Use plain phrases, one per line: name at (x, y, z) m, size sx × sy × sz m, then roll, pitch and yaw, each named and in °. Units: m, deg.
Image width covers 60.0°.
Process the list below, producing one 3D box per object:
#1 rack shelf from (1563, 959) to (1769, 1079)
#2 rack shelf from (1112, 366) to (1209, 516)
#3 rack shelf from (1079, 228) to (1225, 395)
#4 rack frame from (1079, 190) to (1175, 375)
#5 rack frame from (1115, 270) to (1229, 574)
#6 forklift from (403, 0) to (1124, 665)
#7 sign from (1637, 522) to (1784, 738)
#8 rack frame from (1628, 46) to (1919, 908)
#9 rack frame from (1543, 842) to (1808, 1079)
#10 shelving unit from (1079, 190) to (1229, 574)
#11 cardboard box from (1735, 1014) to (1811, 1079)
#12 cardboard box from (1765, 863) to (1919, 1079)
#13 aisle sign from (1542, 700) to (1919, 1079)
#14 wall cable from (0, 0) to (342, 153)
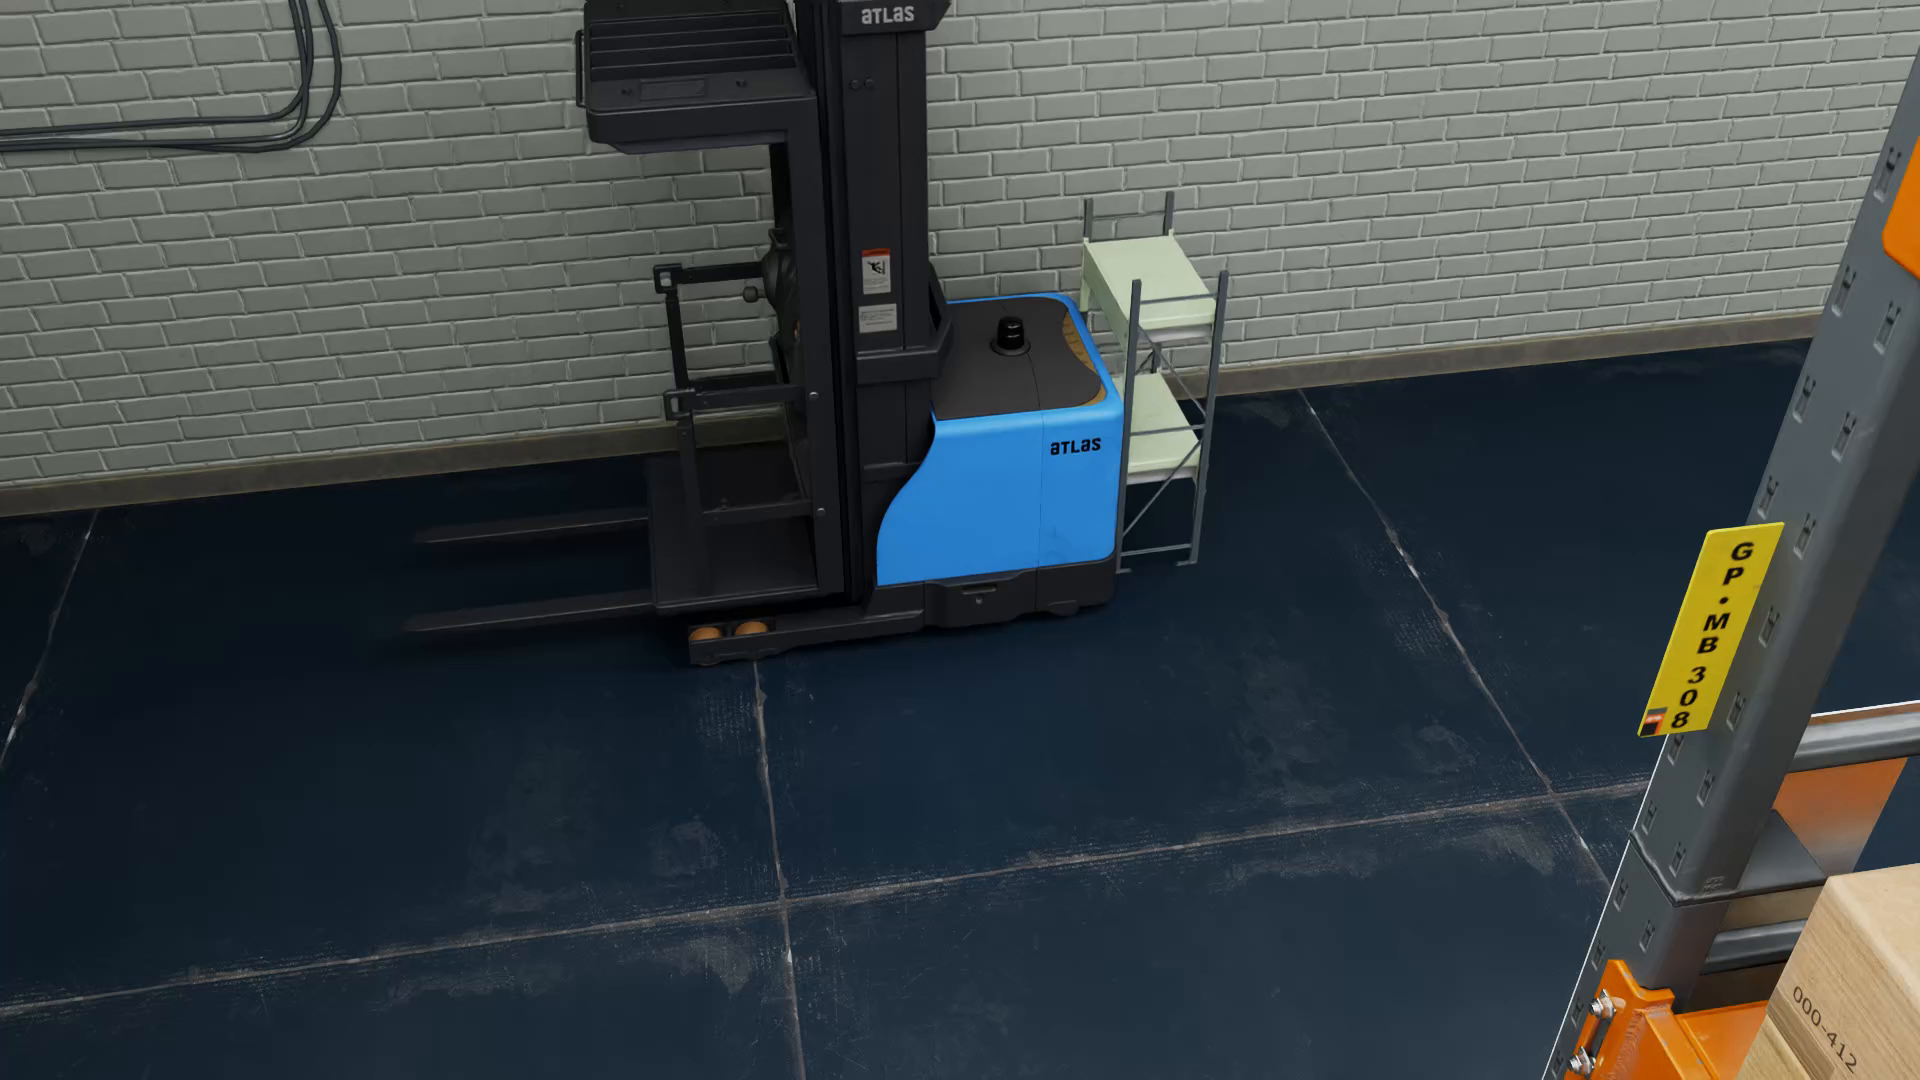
rack shelf at (1.787, 1.893, 1.010) m, size 1.077 × 0.370 × 4.000 m, roll -6°, pitch 38°, yaw -8°
rack shelf at (0.813, -0.429, 7.611) m, size 0.431 × 0.370 × 0.720 m, roll -7°, pitch 38°, yaw -9°
rack shelf at (0.813, -0.995, 7.172) m, size 0.431 × 0.370 × 0.720 m, roll -7°, pitch 38°, yaw -9°
rack frame at (0.740, -0.907, 7.695) m, size 0.400 × 1.500 × 0.023 m, roll -7°, pitch 38°, yaw -9°
rack frame at (0.886, -0.467, 7.128) m, size 0.400 × 1.500 × 0.023 m, roll -7°, pitch 38°, yaw -9°
forklift at (-0.885, -0.977, 6.618) m, size 3.031 × 2.935 × 1.130 m, roll -6°, pitch 38°, yaw -8°
sign at (0.902, 0.114, 2.001) m, size 0.100 × 0.325 × 0.005 m, roll -6°, pitch 38°, yaw -8°
rack frame at (1.437, -0.784, 1.424) m, size 1.000 × 3.000 × 0.127 m, roll -6°, pitch 38°, yaw -8°
rack frame at (1.437, 1.585, 3.265) m, size 1.000 × 3.000 × 0.127 m, roll -6°, pitch 38°, yaw -8°
shelving unit at (0.813, -0.687, 7.411) m, size 0.431 × 1.500 × 0.755 m, roll -7°, pitch 38°, yaw -9°
cardboard box at (1.276, 0.797, 1.956) m, size 0.500 × 0.250 × 0.500 m, roll -6°, pitch 38°, yaw -8°
cardboard box at (1.270, 0.601, 1.802) m, size 0.500 × 0.250 × 0.500 m, roll -6°, pitch 38°, yaw -8°
aisle sign at (1.136, 0.549, 2.480) m, size 0.394 × 0.787 × 0.004 m, roll -6°, pitch 38°, yaw -8°
wall cable at (-4.079, -2.477, 6.135) m, size 3.097 × 2.526 × 0.112 m, roll -6°, pitch 38°, yaw -8°
